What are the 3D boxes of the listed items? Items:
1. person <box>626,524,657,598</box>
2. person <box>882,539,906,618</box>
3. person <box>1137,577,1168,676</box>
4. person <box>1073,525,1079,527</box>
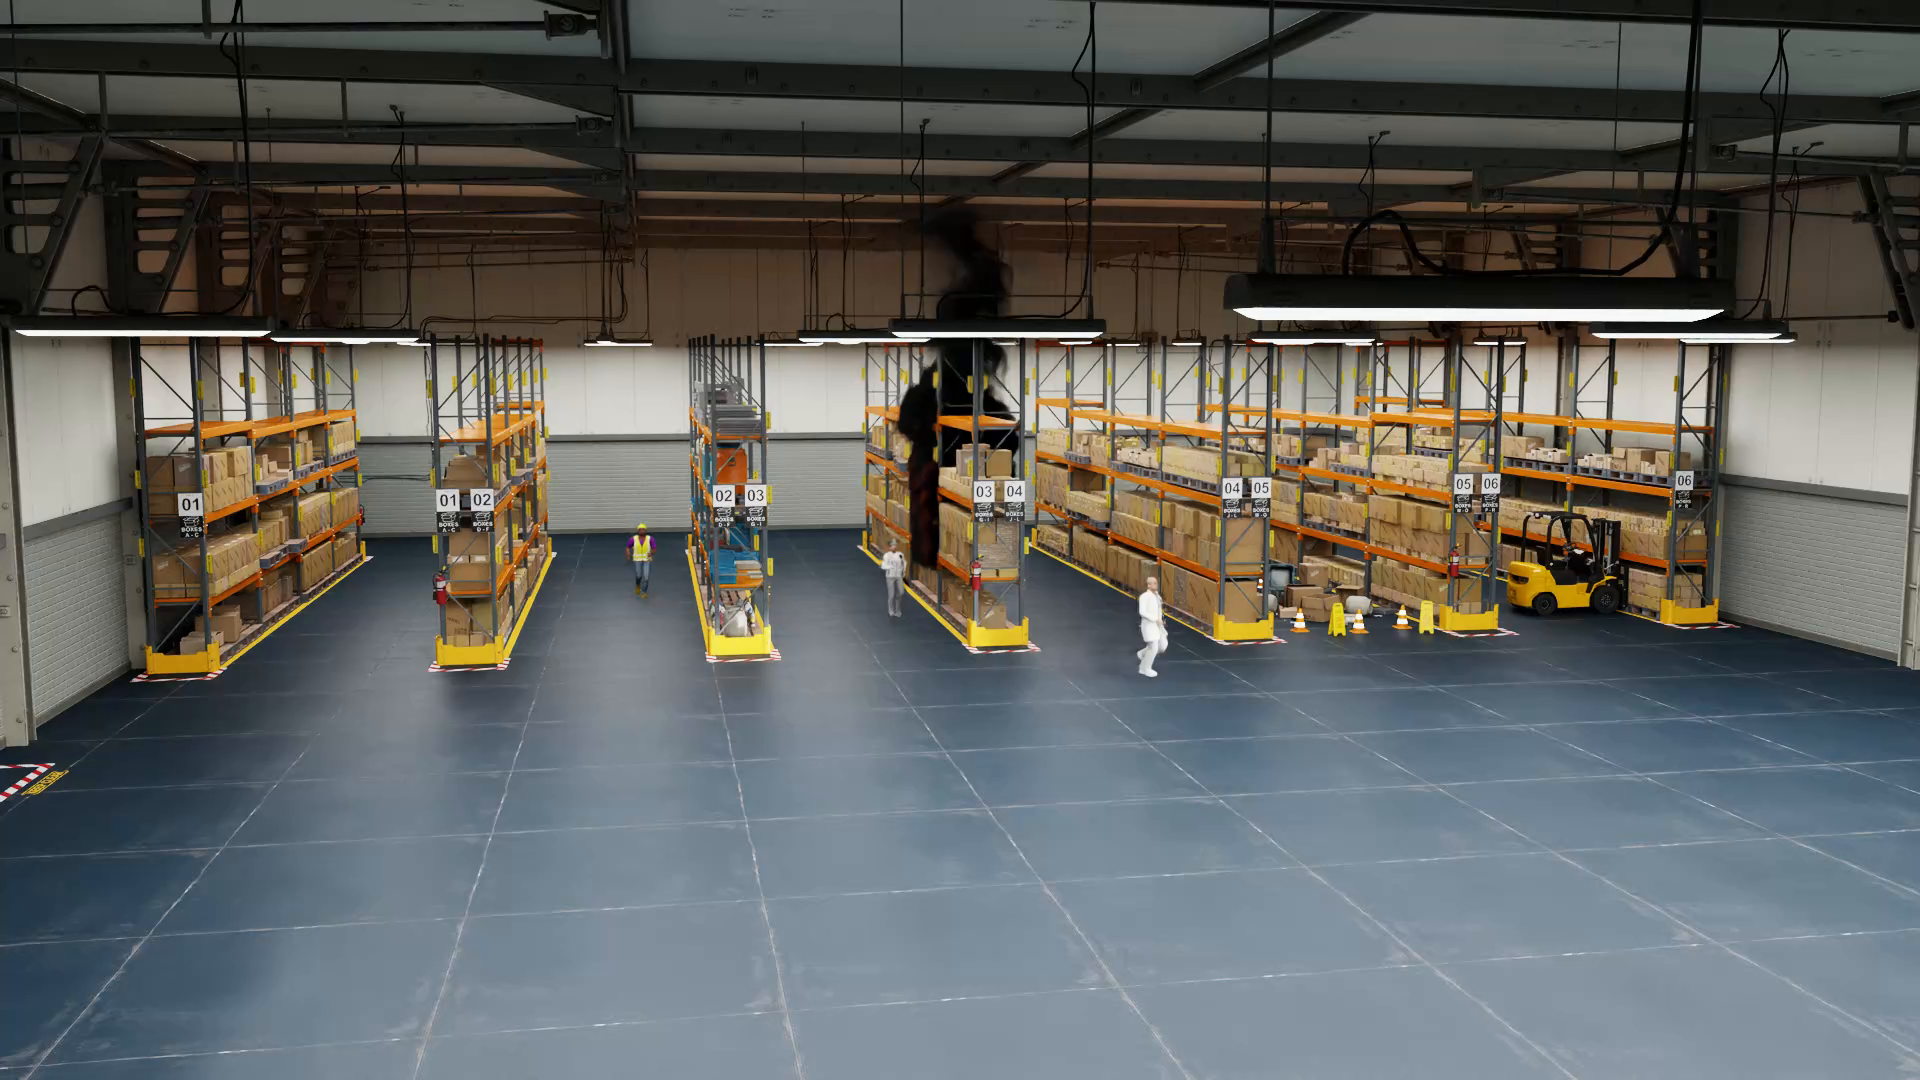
[{"bbox_3d":[-7.307,0.492,38.218,0.698,1.720,0.568,-2,7,-14],"label":"person"},{"bbox_3d":[-1.377,0.826,35.522,0.594,1.712,0.638,-2,7,-16],"label":"person"},{"bbox_3d":[3.383,1.515,29.253,0.656,1.739,0.755,4,8,34],"label":"person"},{"bbox_3d":[3.375,-0.766,50.005,0.591,1.575,0.535,-1,7,-11],"label":"person"}]
